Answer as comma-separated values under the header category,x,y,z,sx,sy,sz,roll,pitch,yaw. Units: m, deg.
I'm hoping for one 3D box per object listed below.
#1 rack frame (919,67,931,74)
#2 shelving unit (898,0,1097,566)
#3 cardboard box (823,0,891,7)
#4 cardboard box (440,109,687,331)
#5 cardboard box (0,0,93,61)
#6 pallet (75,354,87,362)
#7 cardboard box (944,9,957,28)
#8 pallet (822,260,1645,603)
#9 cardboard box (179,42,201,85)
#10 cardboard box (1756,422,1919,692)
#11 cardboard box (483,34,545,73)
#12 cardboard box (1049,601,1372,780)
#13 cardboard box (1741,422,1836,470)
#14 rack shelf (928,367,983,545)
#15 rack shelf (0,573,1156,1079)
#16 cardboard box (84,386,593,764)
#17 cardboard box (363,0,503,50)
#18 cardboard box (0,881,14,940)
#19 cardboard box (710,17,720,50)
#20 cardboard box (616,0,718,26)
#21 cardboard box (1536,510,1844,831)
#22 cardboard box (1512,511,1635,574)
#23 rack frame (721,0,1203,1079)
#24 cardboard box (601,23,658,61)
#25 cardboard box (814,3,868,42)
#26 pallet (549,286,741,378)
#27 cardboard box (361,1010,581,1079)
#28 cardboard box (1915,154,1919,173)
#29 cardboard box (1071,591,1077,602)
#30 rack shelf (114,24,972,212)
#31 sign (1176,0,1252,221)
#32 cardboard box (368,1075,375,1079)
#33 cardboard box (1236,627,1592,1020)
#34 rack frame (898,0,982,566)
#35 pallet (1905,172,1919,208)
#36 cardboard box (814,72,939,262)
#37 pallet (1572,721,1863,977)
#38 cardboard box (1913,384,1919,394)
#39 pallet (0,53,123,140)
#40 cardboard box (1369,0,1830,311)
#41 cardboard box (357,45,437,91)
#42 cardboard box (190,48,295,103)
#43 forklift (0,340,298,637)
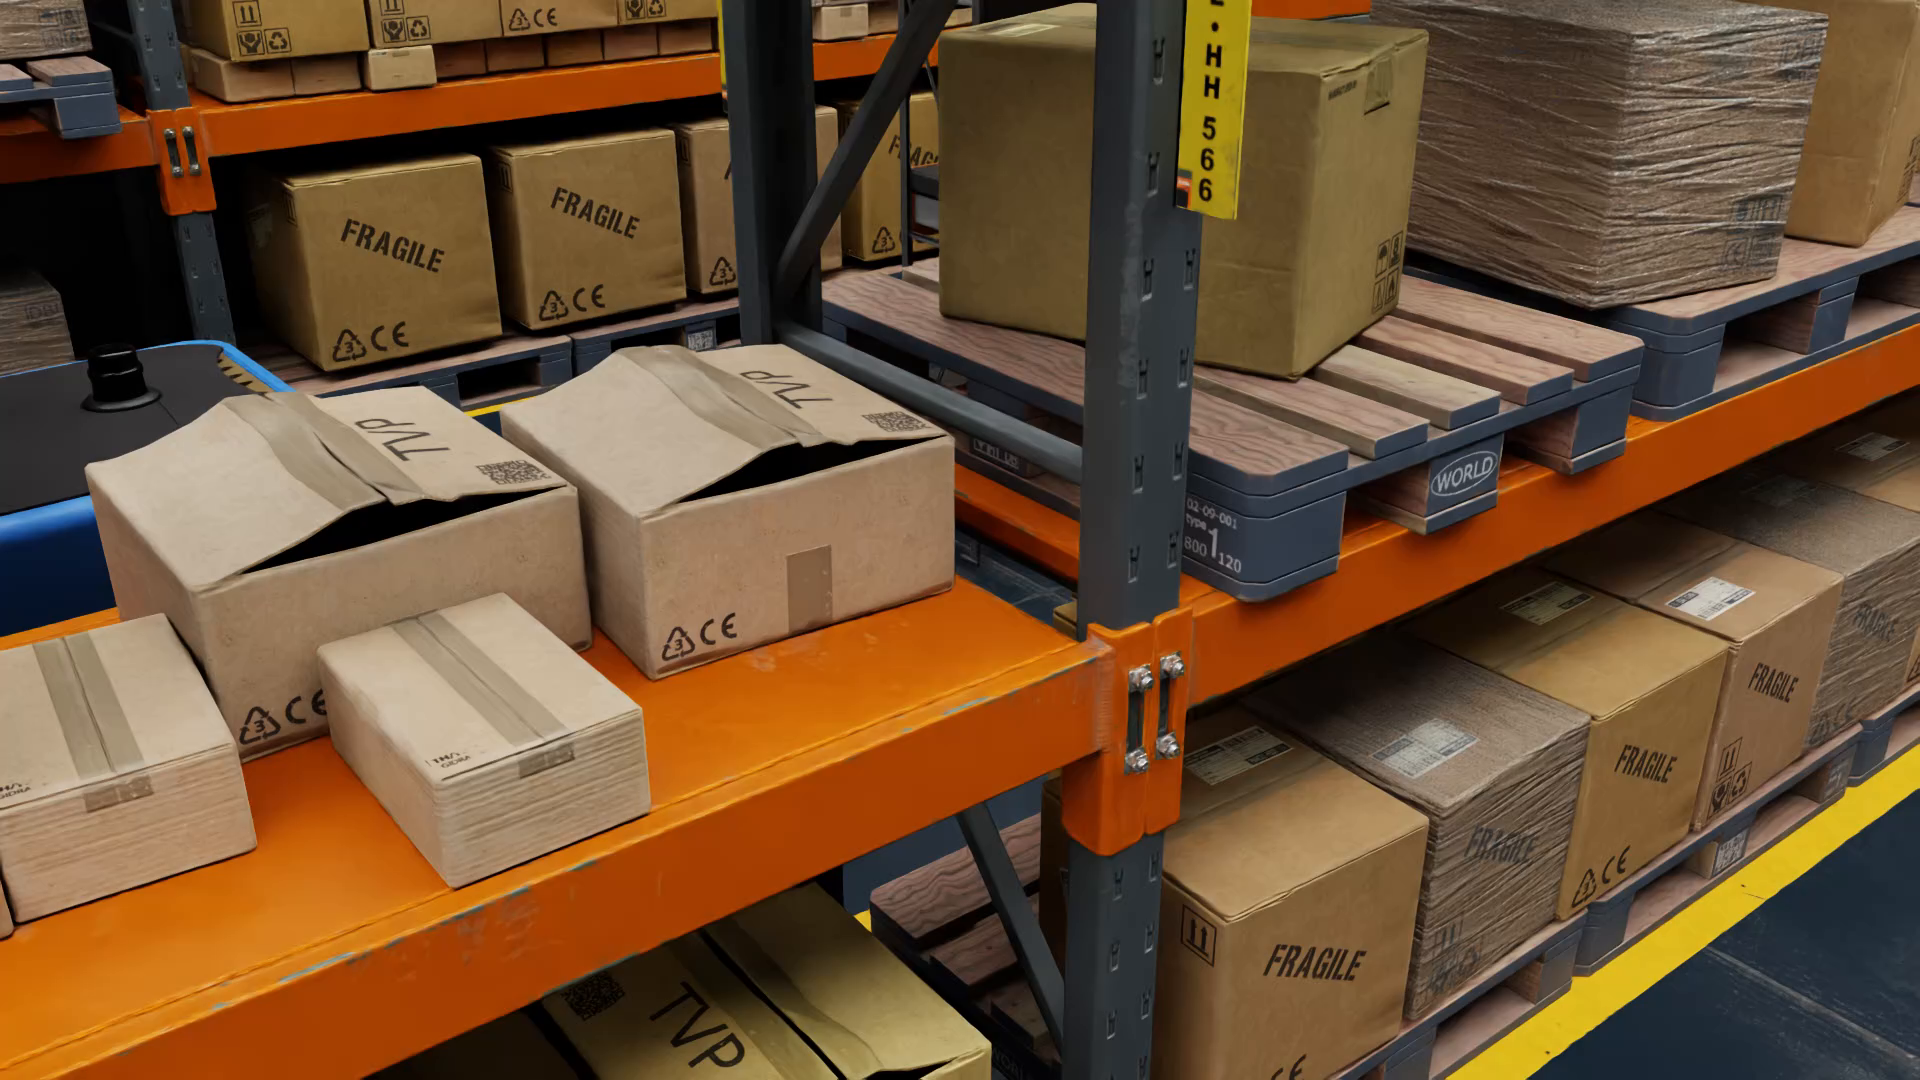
category,x,y,z,sx,sy,sz,roll,pitch,yaw
rack frame,0.050,-2.892,8.418,0.127,3.000,1.000,-18,31,-34
shelving unit,0.130,-0.995,5.401,0.503,2.100,0.431,-18,31,-34
cardboard box,-0.554,-2.742,7.599,0.500,0.500,0.500,-18,30,-34
cardboard box,-1.745,-1.441,7.347,0.750,0.750,0.750,-18,31,-34
cardboard box,-3.462,-1.972,5.796,0.500,0.500,0.700,-23,33,-40
pallet,-3.714,-0.386,6.330,1.213,0.211,1.003,-18,31,-34
cardboard box,-0.226,-2.532,7.918,0.250,0.149,0.380,-18,30,-33
pallet,0.452,-0.325,3.115,1.003,0.211,1.213,-18,31,-34
cardboard box,-3.000,-1.918,6.593,0.250,0.149,0.380,-18,30,-33
cardboard box,2.504,0.031,4.567,0.500,0.500,0.500,-18,30,-34
cardboard box,-1.910,-2.037,6.850,0.250,0.149,0.380,-17,30,-33
cardboard box,0.553,0.401,3.770,0.500,0.500,0.500,-17,30,-32
cardboard box,2.165,-0.131,4.915,0.500,0.500,0.500,-18,30,-33
rack shelf,0.130,-0.348,5.701,0.480,0.518,0.431,-18,31,-34
rack shelf,-1.612,0.633,1.678,4.000,0.370,1.077,-18,31,-34
cardboard box,-0.862,-0.004,2.302,0.500,0.311,0.500,-19,31,-35
cardboard box,-2.140,-2.217,6.467,0.500,0.500,0.500,-17,30,-32
cardboard box,-1.349,0.183,1.674,0.500,0.500,0.500,-20,32,-37
cardboard box,-1.069,-2.290,7.396,0.250,0.149,0.380,-19,31,-35
cardboard box,-1.344,-2.483,7.041,0.500,0.500,0.500,-17,30,-33
cardboard box,1.710,0.294,4.000,0.500,0.500,0.500,-19,31,-36
cardboard box,1.369,0.128,4.358,0.500,0.500,0.500,-20,31,-36
rack frame,-0.038,-0.213,2.646,0.127,3.000,1.000,-18,31,-34
cardboard box,-1.496,-2.159,7.113,0.250,0.149,0.380,-18,30,-34
cardboard box,-0.629,-2.392,7.615,0.250,0.149,0.380,-18,31,-34
pallet,-1.472,-1.083,7.833,1.213,0.211,1.003,-18,31,-34
cardboard box,-0.704,0.944,2.253,0.500,0.311,0.500,-19,31,-35
cardboard box,2.096,-1.239,4.239,0.500,0.500,0.700,-13,28,-26
cardboard box,0.594,0.044,3.647,0.500,0.250,0.500,-17,30,-32
rack shelf,-1.524,-2.046,7.450,4.000,0.370,1.077,-18,31,-34
sign,0.307,-0.555,2.008,0.005,0.325,0.100,-18,31,-34
cardboard box,-1.040,0.767,2.634,0.500,0.311,0.500,-19,31,-35
cardboard box,0.905,0.560,3.427,0.500,0.500,0.500,-20,31,-36
rack frame,-0.062,-0.932,5.264,0.015,2.100,0.400,-18,31,-34
pallet,2.413,-0.993,4.556,1.213,0.211,1.003,-18,31,-34
cardboard box,-0.382,-1.895,8.326,0.750,0.750,0.750,-18,30,-33
pallet,1.532,0.555,4.303,1.213,0.211,1.003,-18,31,-34
cardboard box,3.383,-0.560,5.839,0.500,0.500,0.500,-18,31,-34
pallet,-3.593,-1.546,5.745,1.003,0.211,1.213,-18,31,-34
cardboard box,1.225,-0.824,3.345,0.500,0.500,0.700,-12,28,-24
cardboard box,-2.231,-1.860,6.470,0.250,0.149,0.380,-17,30,-32
cardboard box,-2.696,-1.757,6.247,0.250,0.149,0.380,-19,31,-35
forklift,-2.776,-0.345,3.011,3.031,2.935,1.130,-20,31,-36
